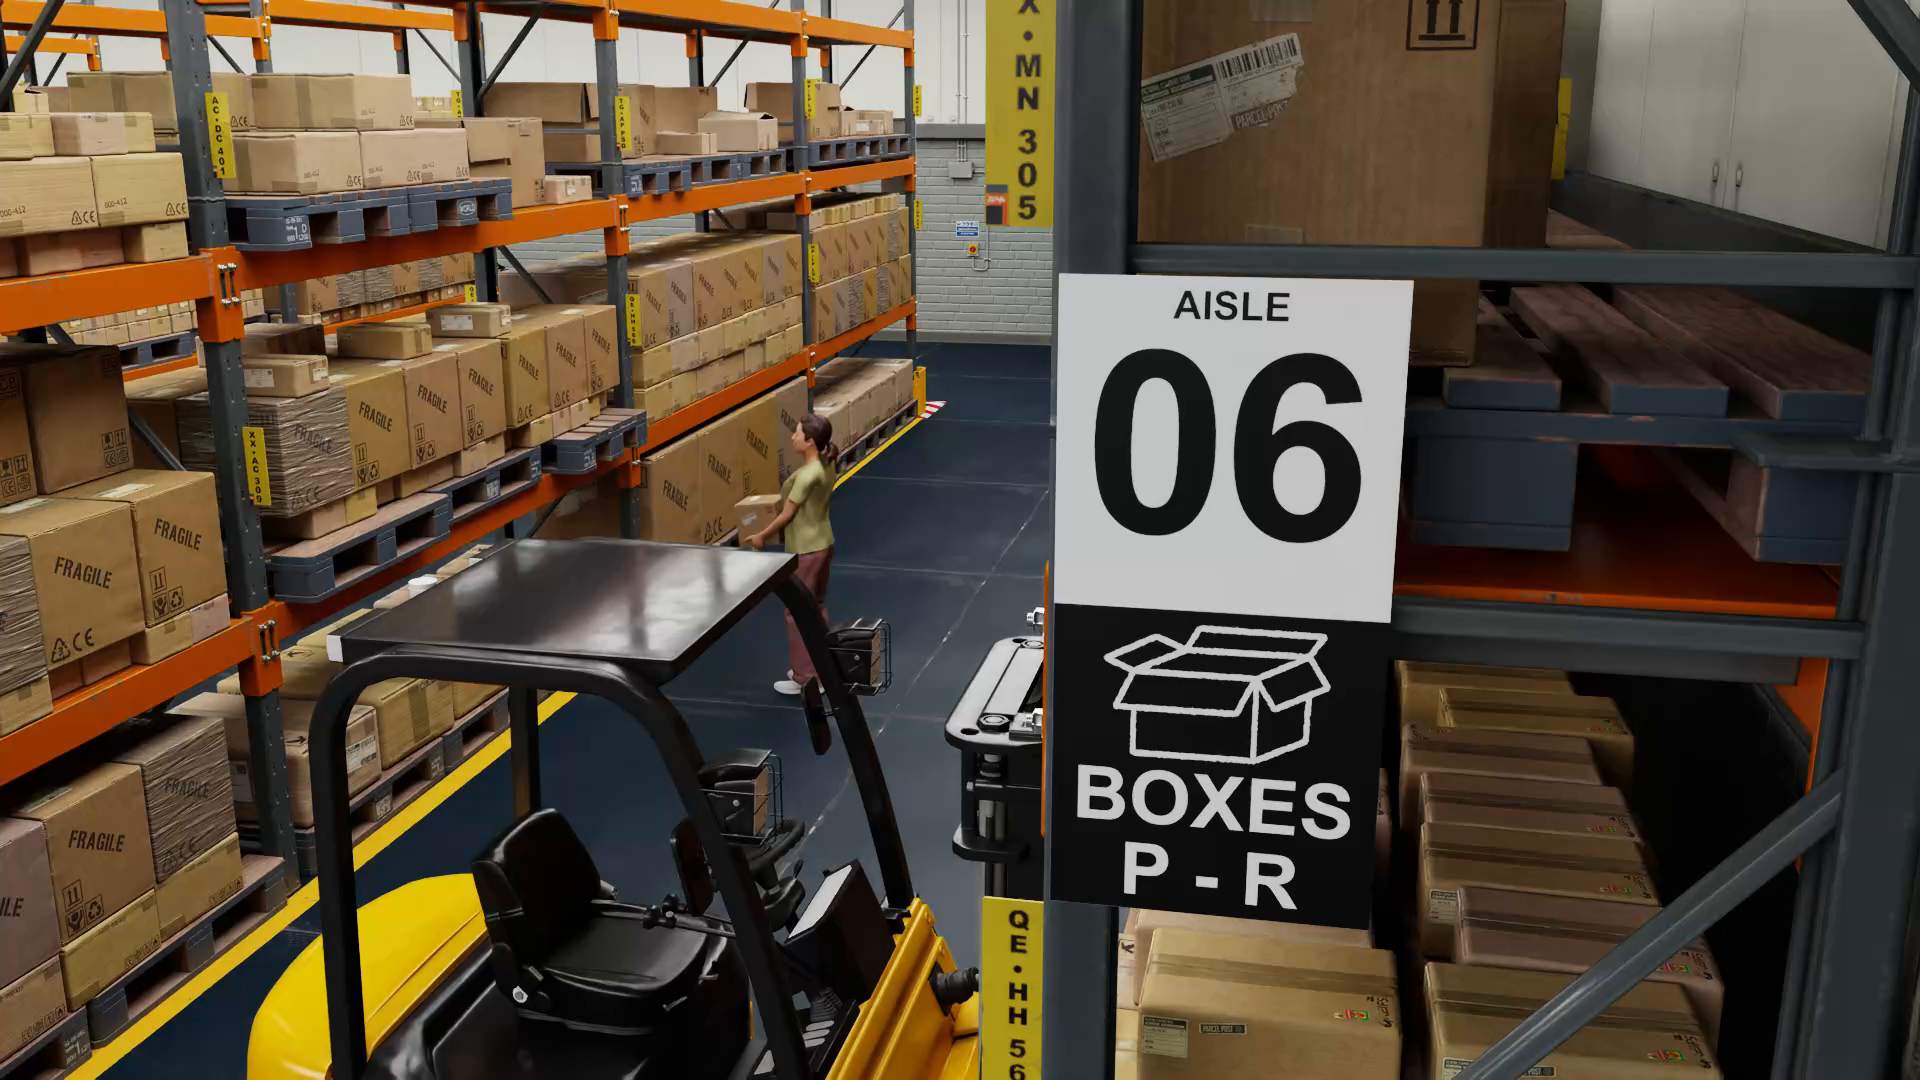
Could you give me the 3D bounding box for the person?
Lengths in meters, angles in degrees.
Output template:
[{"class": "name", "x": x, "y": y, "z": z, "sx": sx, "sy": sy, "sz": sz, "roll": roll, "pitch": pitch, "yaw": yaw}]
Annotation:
[{"class": "person", "x": -0.966, "y": 0.075, "z": 9.763, "sx": 0.541, "sy": 1.661, "sz": 0.425, "roll": 3, "pitch": 15, "yaw": 12}]
